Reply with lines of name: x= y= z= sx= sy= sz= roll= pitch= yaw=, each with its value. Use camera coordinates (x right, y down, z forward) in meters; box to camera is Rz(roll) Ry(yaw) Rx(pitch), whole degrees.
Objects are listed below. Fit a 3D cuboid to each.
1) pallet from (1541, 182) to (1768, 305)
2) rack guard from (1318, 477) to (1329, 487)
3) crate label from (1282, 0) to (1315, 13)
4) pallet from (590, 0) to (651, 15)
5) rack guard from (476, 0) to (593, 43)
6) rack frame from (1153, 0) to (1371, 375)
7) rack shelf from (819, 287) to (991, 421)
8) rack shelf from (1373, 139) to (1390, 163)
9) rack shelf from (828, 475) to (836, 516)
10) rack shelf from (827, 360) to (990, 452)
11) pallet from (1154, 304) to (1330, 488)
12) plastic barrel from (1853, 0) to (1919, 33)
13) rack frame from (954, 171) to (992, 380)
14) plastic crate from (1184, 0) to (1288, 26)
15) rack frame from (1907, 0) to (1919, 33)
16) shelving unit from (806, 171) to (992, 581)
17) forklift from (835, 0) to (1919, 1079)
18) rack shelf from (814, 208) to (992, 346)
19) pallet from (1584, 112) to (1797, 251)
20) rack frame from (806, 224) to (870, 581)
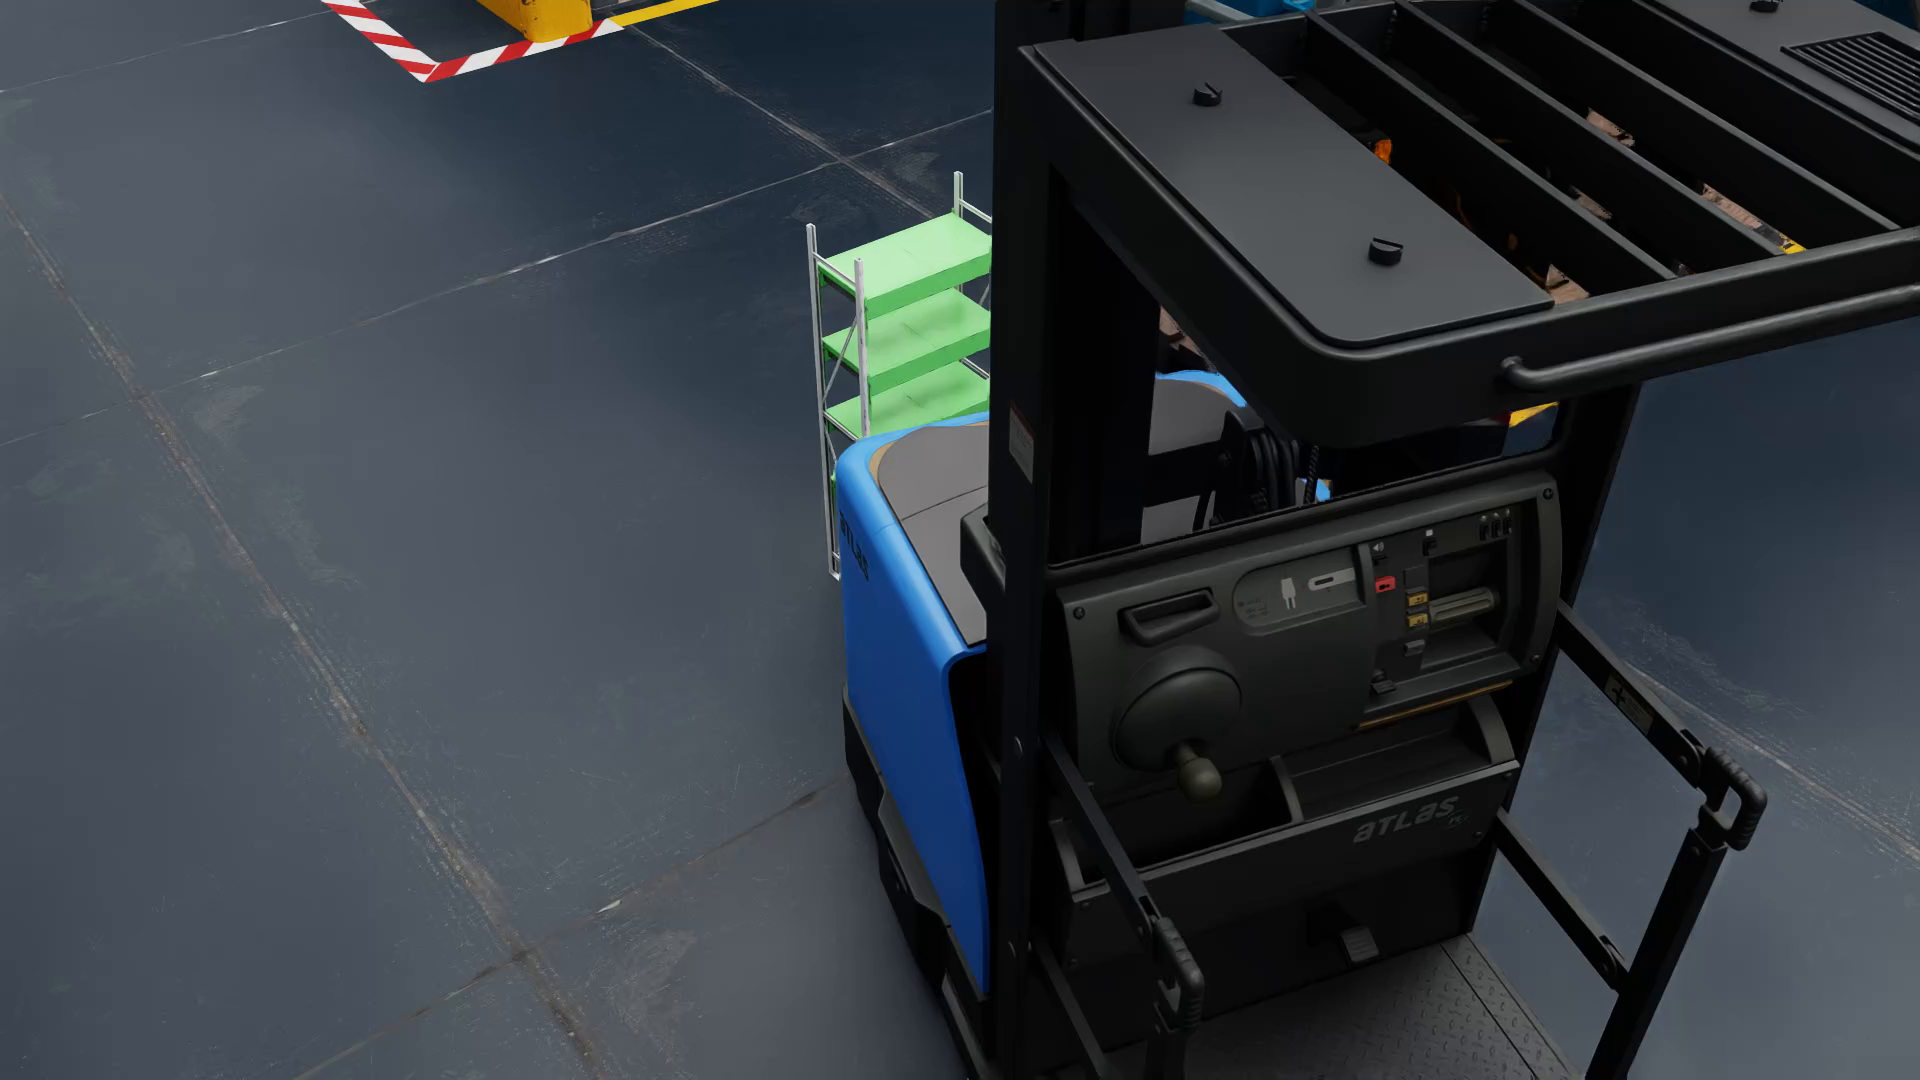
pallet: x=2.360 y=-1.180 z=6.522 sx=1.213 sy=0.211 sz=1.003 roll=-26 pitch=46 yaw=-28
rack guard: x=0.704 y=-0.508 z=5.475 sx=0.348 sy=0.500 sz=1.175 roll=-26 pitch=46 yaw=-28
crate label: x=1.112 y=-1.378 z=4.650 sx=0.303 sy=0.233 sz=0.416 roll=-26 pitch=46 yaw=-28
pallet: x=-1.716 y=-3.251 z=9.047 sx=1.213 sy=0.211 sz=1.003 roll=-26 pitch=46 yaw=-28
rack guard: x=-2.322 y=-3.005 z=8.519 sx=0.348 sy=0.500 sz=1.175 roll=-26 pitch=46 yaw=-28
rack frame: x=0.715 y=-1.490 z=4.701 sx=0.127 sy=3.000 sz=1.000 roll=-26 pitch=46 yaw=-28
rack shelf: x=-0.131 y=-0.536 z=4.680 sx=0.480 sy=0.148 sz=0.258 roll=-26 pitch=46 yaw=-28
rack shelf: x=2.301 y=-1.985 z=5.872 sx=4.000 sy=0.370 sz=1.077 roll=-26 pitch=46 yaw=-28
rack shelf: x=-0.131 y=-0.165 z=4.984 sx=0.480 sy=0.148 sz=0.258 roll=-26 pitch=46 yaw=-28
rack shelf: x=-0.131 y=-0.351 z=4.832 sx=0.480 sy=0.148 sz=0.258 roll=-26 pitch=46 yaw=-28
pallet: x=1.393 y=-0.711 z=5.950 sx=1.213 sy=0.211 sz=1.003 roll=-26 pitch=46 yaw=-28
plastic barrel: x=4.329 y=-2.589 z=7.364 sx=0.708 sy=0.901 sz=0.600 roll=-26 pitch=46 yaw=-28
rack frame: x=0.062 y=-0.494 z=4.906 sx=0.015 sy=1.200 sz=0.240 roll=-26 pitch=46 yaw=-28
plastic crate: x=0.867 y=-1.750 z=4.943 sx=0.499 sy=0.435 sz=0.616 roll=-26 pitch=46 yaw=-28
rack frame: x=3.887 y=-3.036 z=6.586 sx=0.127 sy=3.000 sz=1.000 roll=-26 pitch=46 yaw=-28
shelving unit: x=-0.131 y=-0.400 z=4.791 sx=0.503 sy=1.200 sz=0.258 roll=-26 pitch=46 yaw=-28
forklift: x=0.686 y=0.240 z=2.647 sx=1.130 sy=2.935 sz=3.031 roll=-13 pitch=41 yaw=-16
rack shelf: x=-0.131 y=-0.722 z=4.527 sx=0.480 sy=0.148 sz=0.258 roll=-26 pitch=46 yaw=-28
pallet: x=3.328 y=-1.654 z=7.100 sx=1.213 sy=0.211 sz=1.003 roll=-26 pitch=46 yaw=-28
rack frame: x=-0.325 y=-0.306 z=4.676 sx=0.015 sy=1.200 sz=0.240 roll=-26 pitch=46 yaw=-28
